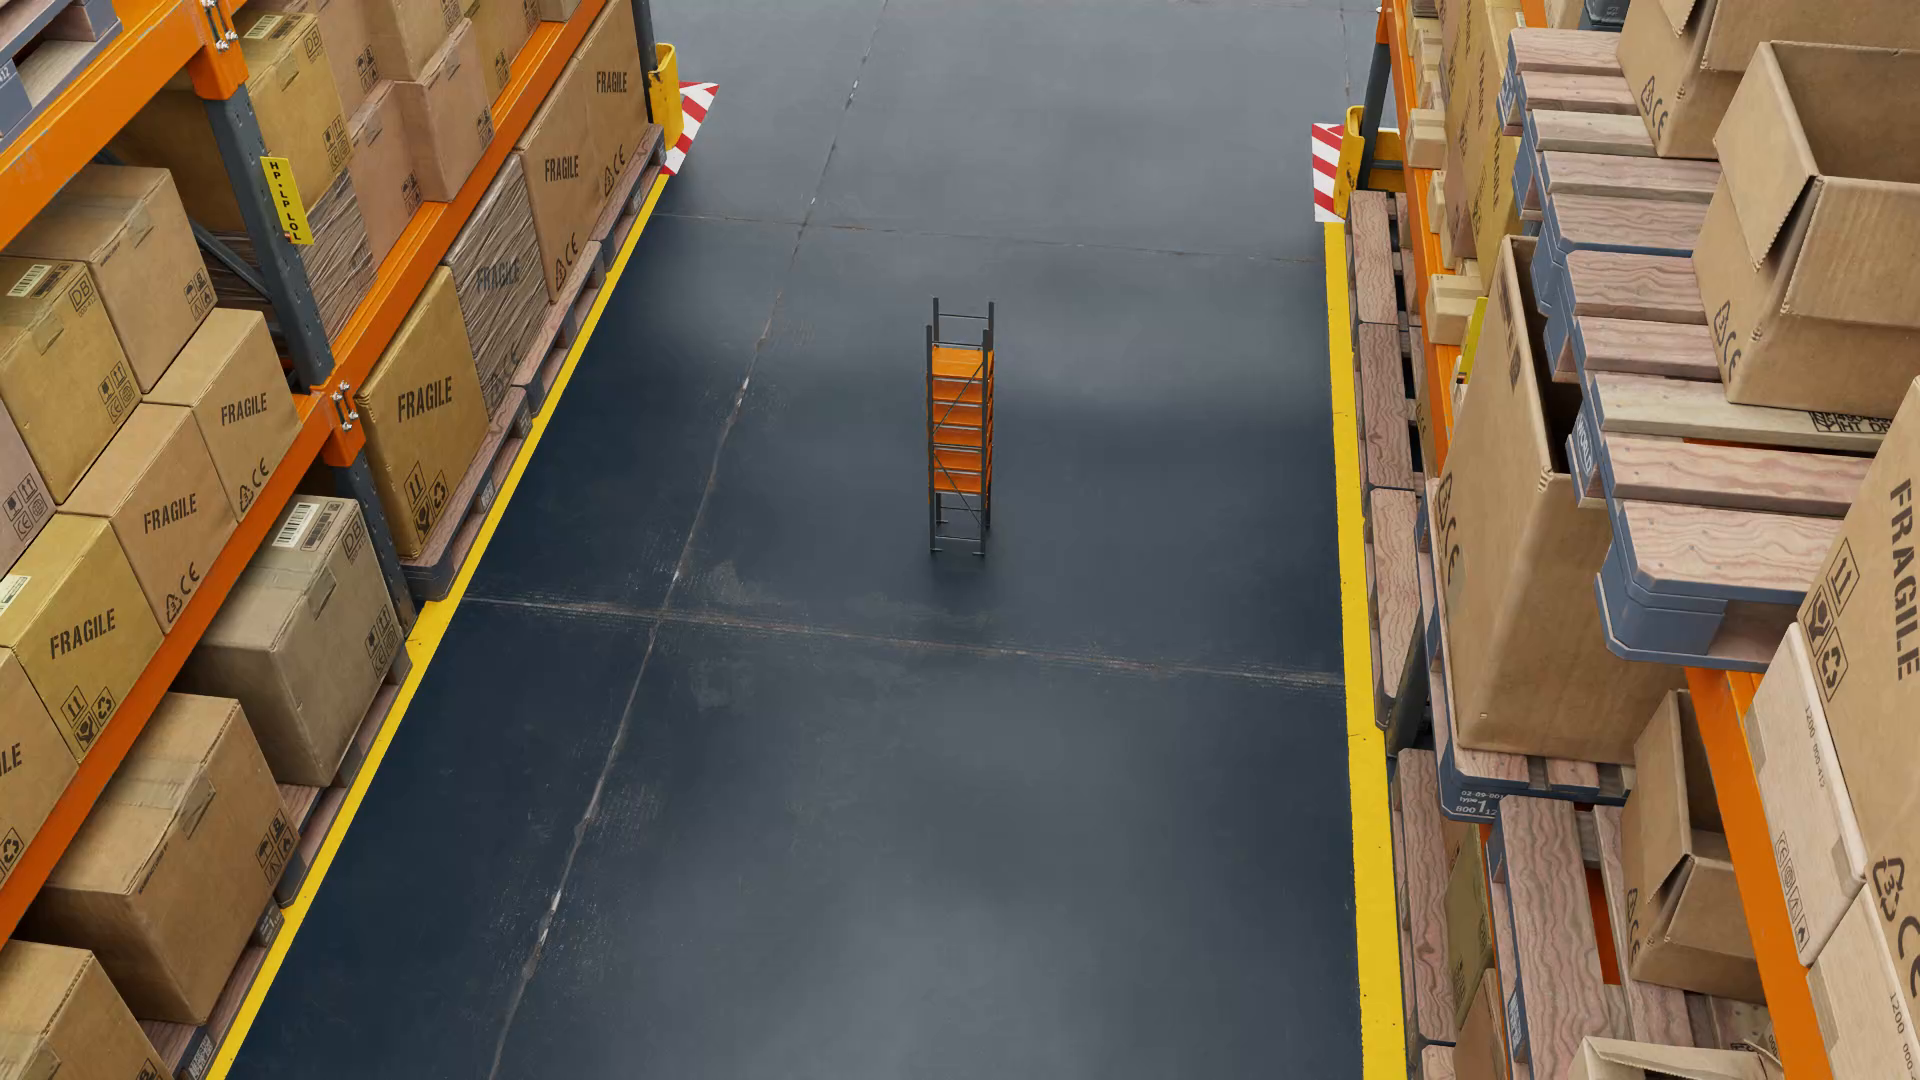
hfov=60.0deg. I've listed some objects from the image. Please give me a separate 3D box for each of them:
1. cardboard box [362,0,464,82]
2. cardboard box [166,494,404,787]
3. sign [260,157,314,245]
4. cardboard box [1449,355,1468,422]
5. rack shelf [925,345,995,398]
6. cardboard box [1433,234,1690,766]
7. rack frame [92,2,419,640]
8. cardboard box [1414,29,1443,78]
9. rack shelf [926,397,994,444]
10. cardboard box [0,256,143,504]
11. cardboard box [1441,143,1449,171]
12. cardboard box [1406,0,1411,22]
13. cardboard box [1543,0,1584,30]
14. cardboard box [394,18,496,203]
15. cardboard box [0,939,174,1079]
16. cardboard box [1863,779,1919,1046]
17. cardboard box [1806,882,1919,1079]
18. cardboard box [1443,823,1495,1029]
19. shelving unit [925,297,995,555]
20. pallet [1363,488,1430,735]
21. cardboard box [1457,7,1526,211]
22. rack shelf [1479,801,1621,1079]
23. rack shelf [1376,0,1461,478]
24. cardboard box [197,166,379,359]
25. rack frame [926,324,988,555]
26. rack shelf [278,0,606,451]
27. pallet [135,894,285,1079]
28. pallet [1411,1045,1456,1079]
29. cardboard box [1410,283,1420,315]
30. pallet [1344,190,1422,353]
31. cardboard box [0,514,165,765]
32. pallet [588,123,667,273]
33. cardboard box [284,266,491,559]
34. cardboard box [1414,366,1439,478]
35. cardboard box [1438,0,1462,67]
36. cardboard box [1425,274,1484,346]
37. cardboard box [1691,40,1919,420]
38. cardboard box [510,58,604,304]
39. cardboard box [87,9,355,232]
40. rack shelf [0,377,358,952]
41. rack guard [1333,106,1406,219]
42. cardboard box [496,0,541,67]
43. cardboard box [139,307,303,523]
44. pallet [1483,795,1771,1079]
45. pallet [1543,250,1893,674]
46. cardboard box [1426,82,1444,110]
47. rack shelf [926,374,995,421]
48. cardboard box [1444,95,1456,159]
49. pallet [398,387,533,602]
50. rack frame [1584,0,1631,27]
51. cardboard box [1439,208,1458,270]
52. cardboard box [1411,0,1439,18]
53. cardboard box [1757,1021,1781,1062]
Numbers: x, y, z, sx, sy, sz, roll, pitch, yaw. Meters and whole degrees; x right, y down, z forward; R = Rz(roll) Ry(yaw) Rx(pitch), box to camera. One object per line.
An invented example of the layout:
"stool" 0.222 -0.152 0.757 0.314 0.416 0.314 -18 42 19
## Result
"cardboard box" -2.512 -2.203 6.523 0.875 0.550 0.550 5 44 6
"cardboard box" -2.753 0.328 6.074 1.050 0.750 0.750 5 44 5
"sign" -2.221 -1.116 5.485 0.100 0.325 0.005 5 44 6
"cardboard box" 1.922 -0.499 5.800 0.380 0.149 0.250 5 44 6
"rack shelf" 0.002 -0.675 6.653 0.258 0.103 0.180 5 44 6
"cardboard box" 1.899 -0.089 4.443 1.000 1.000 1.000 6 44 6
"rack frame" -2.760 -0.767 5.901 1.000 3.000 0.127 5 44 6
"cardboard box" 2.285 -2.200 7.597 0.380 0.149 0.250 5 44 6
"rack shelf" 0.002 -0.500 6.818 0.258 0.103 0.180 5 44 6
"cardboard box" -2.886 -0.477 4.794 0.700 0.500 0.500 5 44 5
"cardboard box" 2.202 -1.514 6.872 0.380 0.149 0.250 5 44 6
"cardboard box" 2.346 -2.541 7.957 0.380 0.149 0.250 5 44 6
"cardboard box" 1.944 -1.617 4.725 0.500 0.250 0.500 7 44 7
"cardboard box" -2.485 -1.808 6.891 0.875 0.550 0.550 5 44 6
"cardboard box" -3.007 1.620 4.710 1.050 0.750 0.750 6 44 6
"cardboard box" 1.486 0.473 1.973 0.500 0.500 0.500 5 44 5
"cardboard box" 1.486 0.758 2.217 0.500 0.250 0.500 5 44 5
"cardboard box" 1.959 1.240 5.279 0.700 0.500 0.500 5 44 5
"shelving unit" 0.002 -0.446 6.870 0.258 1.200 0.189 5 44 6
"pallet" 2.197 0.304 6.797 1.003 0.211 1.213 5 44 6
"cardboard box" 1.994 -1.427 5.582 0.500 0.500 0.500 5 44 6
"rack shelf" 1.879 1.377 4.160 1.077 0.370 4.000 5 44 6
"rack shelf" 2.407 -1.349 7.039 1.077 0.370 4.000 5 44 6
"cardboard box" -2.723 -1.074 6.116 0.875 0.550 0.550 5 44 6
"rack frame" -0.010 -0.383 6.804 0.240 1.200 0.006 5 44 6
"rack shelf" -2.496 -1.869 7.588 1.077 0.370 4.000 5 44 6
"pallet" -2.946 1.612 5.416 1.003 0.211 1.213 5 44 6
"pallet" 1.883 2.130 4.870 1.003 0.211 1.213 5 44 6
"cardboard box" 2.528 -1.384 8.065 0.500 0.500 0.500 16 46 16
"pallet" 2.519 -1.359 8.554 1.003 0.211 1.213 5 44 6
"cardboard box" -2.698 0.265 4.738 0.500 0.500 0.500 6 44 6
"pallet" -2.260 -1.929 9.156 1.003 0.211 1.213 5 44 6
"cardboard box" -2.608 -0.570 6.933 0.875 0.875 0.875 6 44 6
"cardboard box" 2.308 -0.583 7.218 0.500 0.500 0.500 2 43 2
"cardboard box" 2.131 -2.109 6.301 0.500 0.500 0.500 5 44 6
"cardboard box" 1.938 -0.844 6.165 0.380 0.149 0.250 5 44 6
"cardboard box" 1.859 -0.573 3.134 0.797 0.503 0.637 7 44 7
"cardboard box" -2.370 -1.806 8.238 0.875 0.875 0.875 5 44 5
"cardboard box" -2.677 -1.462 5.740 0.875 0.550 0.550 5 44 6
"rack shelf" -3.025 0.857 4.709 1.077 0.370 4.000 5 44 6
"rack guard" 2.662 -2.014 9.036 1.175 0.500 0.348 5 44 6
"cardboard box" -2.485 -2.544 7.668 0.875 0.550 0.550 5 44 6
"cardboard box" -2.564 -0.424 5.465 0.500 0.500 0.500 5 44 5
"pallet" 1.835 1.195 3.968 1.003 0.211 1.213 5 44 6
"pallet" 1.822 -0.150 3.204 1.213 0.211 1.003 5 44 6
"cardboard box" 2.239 -1.857 7.235 0.380 0.149 0.250 5 44 6
"rack shelf" 0.002 -0.588 6.736 0.258 0.103 0.180 5 44 6
"cardboard box" 2.438 -1.717 6.615 0.875 0.500 0.500 5 44 6
"pallet" -2.582 -0.266 7.399 1.003 0.211 1.213 5 44 6
"rack frame" 2.143 -2.426 3.289 1.000 3.000 0.127 5 44 6
"cardboard box" 2.094 -1.177 6.516 0.380 0.149 0.250 5 44 6
"cardboard box" 2.572 -2.746 7.701 0.875 0.500 0.500 5 44 6
"cardboard box" 2.064 1.259 3.564 0.500 0.250 0.500 4 44 4
